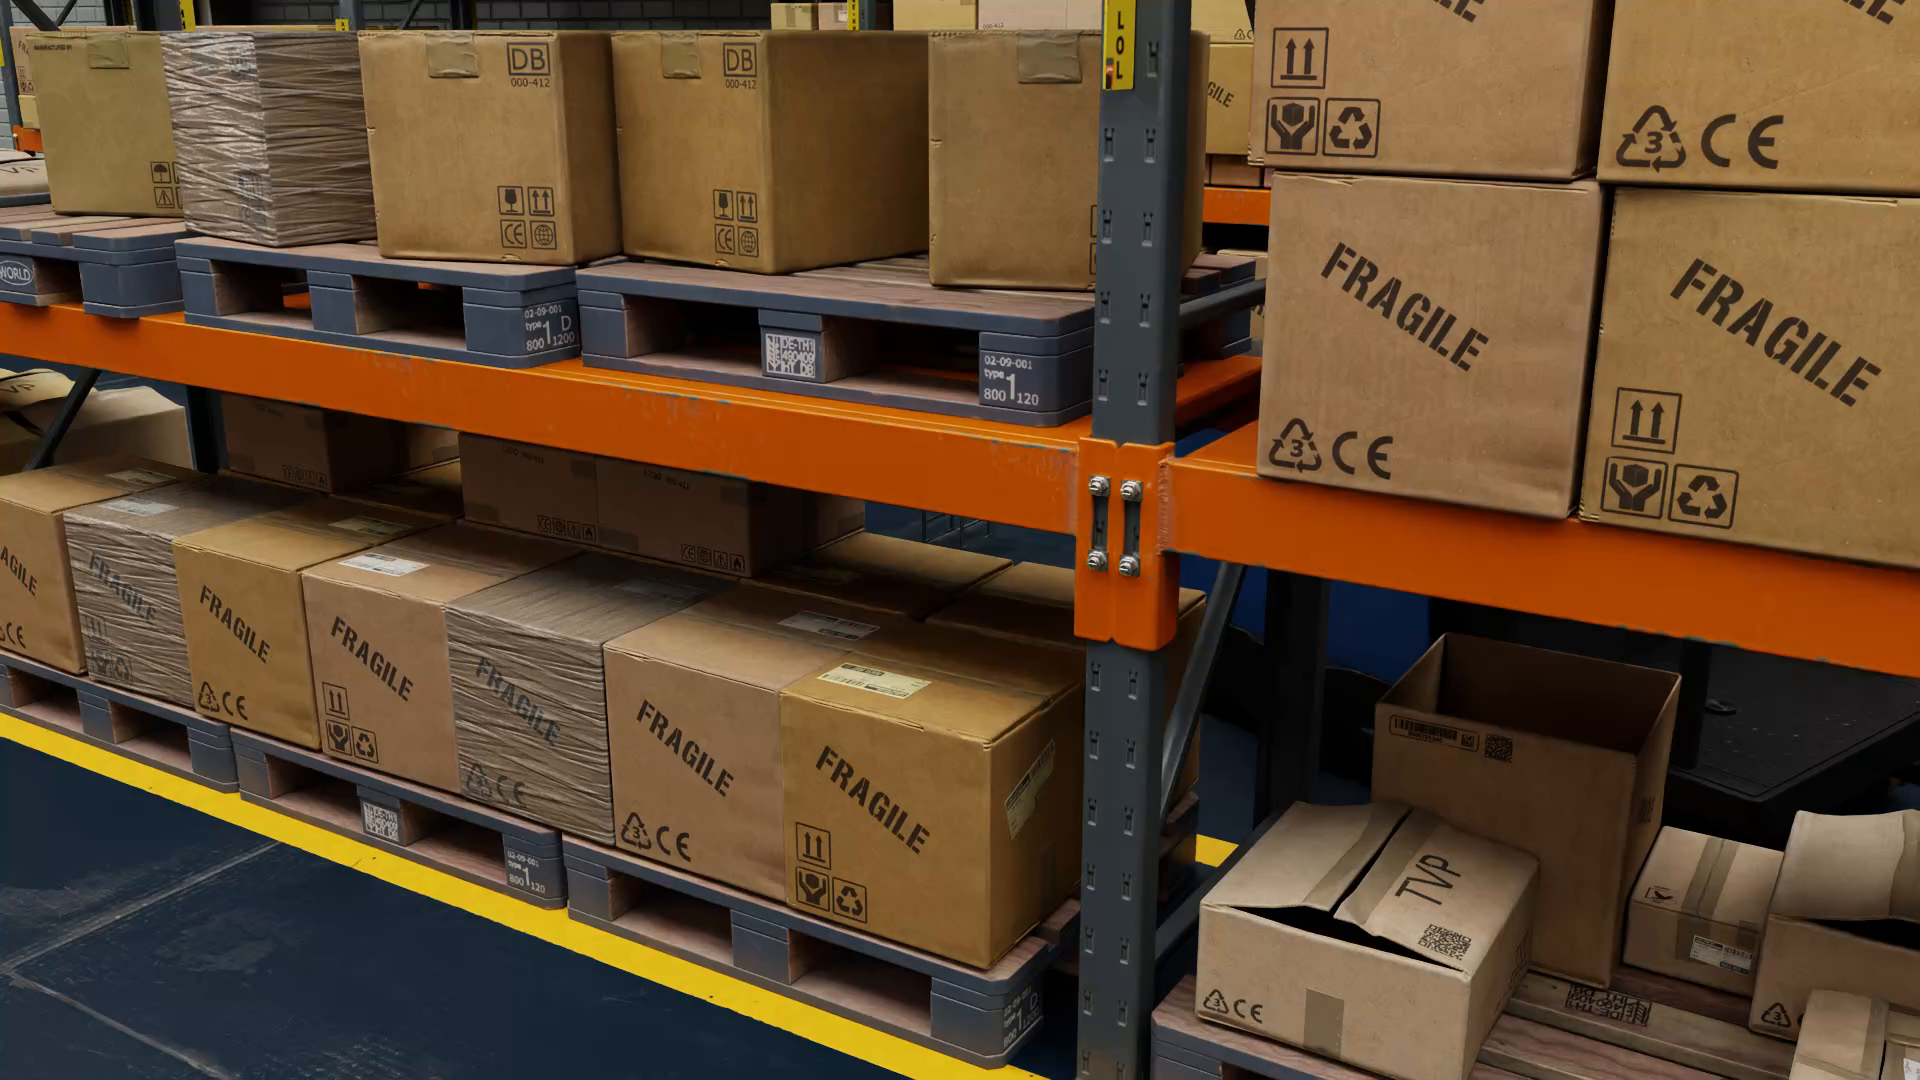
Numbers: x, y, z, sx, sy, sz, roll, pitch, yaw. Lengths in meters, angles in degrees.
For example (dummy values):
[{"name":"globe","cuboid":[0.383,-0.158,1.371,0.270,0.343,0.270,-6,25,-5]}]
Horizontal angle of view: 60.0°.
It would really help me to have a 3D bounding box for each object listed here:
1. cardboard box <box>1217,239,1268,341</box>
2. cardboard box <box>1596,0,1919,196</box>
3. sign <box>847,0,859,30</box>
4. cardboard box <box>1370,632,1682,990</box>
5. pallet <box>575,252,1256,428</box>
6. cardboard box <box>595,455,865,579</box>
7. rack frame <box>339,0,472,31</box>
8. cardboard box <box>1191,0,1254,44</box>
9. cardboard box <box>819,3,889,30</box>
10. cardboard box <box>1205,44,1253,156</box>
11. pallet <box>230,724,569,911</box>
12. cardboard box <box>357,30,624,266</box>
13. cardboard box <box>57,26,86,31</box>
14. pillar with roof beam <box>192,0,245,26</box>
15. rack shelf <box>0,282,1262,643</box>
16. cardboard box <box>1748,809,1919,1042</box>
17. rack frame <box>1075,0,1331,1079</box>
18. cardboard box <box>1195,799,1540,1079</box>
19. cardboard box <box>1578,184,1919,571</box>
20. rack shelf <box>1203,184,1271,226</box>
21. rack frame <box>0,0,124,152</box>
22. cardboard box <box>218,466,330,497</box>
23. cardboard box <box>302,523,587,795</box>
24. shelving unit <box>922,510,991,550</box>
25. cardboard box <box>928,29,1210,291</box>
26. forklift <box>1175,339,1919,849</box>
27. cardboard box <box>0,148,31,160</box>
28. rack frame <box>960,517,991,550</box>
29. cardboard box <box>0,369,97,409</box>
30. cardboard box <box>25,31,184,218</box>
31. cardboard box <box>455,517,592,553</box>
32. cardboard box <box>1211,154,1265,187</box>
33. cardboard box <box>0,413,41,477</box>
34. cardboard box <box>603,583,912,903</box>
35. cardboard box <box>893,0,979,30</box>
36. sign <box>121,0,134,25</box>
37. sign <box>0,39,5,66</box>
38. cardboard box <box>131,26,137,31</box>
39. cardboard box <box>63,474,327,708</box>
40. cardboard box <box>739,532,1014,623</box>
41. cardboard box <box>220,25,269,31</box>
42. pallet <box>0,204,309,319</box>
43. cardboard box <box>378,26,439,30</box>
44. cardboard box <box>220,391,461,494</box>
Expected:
[{"name":"cardboard box","cuboid":[1.749,-1.063,8.195,0.750,0.750,0.750,11,20,32]},{"name":"cardboard box","cuboid":[1.235,-0.768,2.358,0.500,0.500,0.500,9,19,28]},{"name":"sign","cuboid":[-0.554,-2.678,8.681,0.005,0.325,0.100,10,20,30]},{"name":"cardboard box","cuboid":[1.175,0.540,3.486,0.500,0.500,0.500,10,20,30]},{"name":"pallet","cuboid":[-0.083,-0.519,3.758,1.213,0.211,1.003,10,20,30]},{"name":"cardboard box","cuboid":[-0.596,-0.121,4.373,0.500,0.250,0.500,10,20,30]},{"name":"rack frame","cuboid":[-3.687,-2.906,11.288,0.127,3.000,1.000,10,20,30]},{"name":"cardboard box","cuboid":[1.298,-2.491,7.911,0.500,0.250,0.500,10,19,29]},{"name":"cardboard box","cuboid":[-0.588,-2.912,9.260,0.250,0.149,0.380,7,18,23]},{"name":"cardboard box","cuboid":[1.313,-2.125,7.998,0.500,0.500,0.500,11,20,32]},{"name":"pallet","cuboid":[-1.216,0.573,4.633,1.213,0.211,1.003,10,20,30]},{"name":"cardboard box","cuboid":[-0.997,-0.964,4.000,0.500,0.500,0.700,5,18,16]},{"name":"cardboard box","cuboid":[-6.430,-3.587,12.461,0.500,0.500,0.500,10,20,30]},{"name":"pillar with roof beam","cuboid":[-8.299,-5.427,9.263,0.400,9.000,9.100,10,20,30]},{"name":"rack shelf","cuboid":[-1.163,-0.422,4.347,4.000,0.370,1.077,10,20,30]},{"name":"cardboard box","cuboid":[1.814,0.745,3.138,0.500,0.311,0.500,10,20,30]},{"name":"rack frame","cuboid":[0.541,-0.462,3.241,0.127,3.000,1.000,10,20,30]},{"name":"cardboard box","cuboid":[0.785,0.732,3.181,0.500,0.311,0.500,10,20,30]},{"name":"cardboard box","cuboid":[1.271,-0.288,2.495,0.500,0.500,0.500,11,20,31]},{"name":"rack shelf","cuboid":[1.426,-1.649,8.388,4.000,0.370,1.077,10,20,30]},{"name":"rack frame","cuboid":[-7.095,-3.515,13.291,0.127,3.000,1.000,10,20,30]},{"name":"cardboard box","cuboid":[-1.948,-0.001,5.266,0.500,0.500,0.500,11,20,32]},{"name":"cardboard box","cuboid":[-1.308,0.289,4.312,0.500,0.500,0.500,9,19,28]},{"name":"shelving unit","cuboid":[-0.012,-0.576,6.714,0.189,1.200,0.258,10,20,30]},{"name":"cardboard box","cuboid":[0.254,-0.838,3.585,0.500,0.500,0.700,4,17,12]},{"name":"forklift","cuboid":[1.922,-0.678,4.071,1.130,2.935,3.031,-13,21,-36]},{"name":"cardboard box","cuboid":[-3.528,-1.212,5.863,0.500,0.311,0.500,10,19,29]},{"name":"rack frame","cuboid":[0.066,-0.562,6.668,0.006,1.200,0.240,10,20,30]},{"name":"cardboard box","cuboid":[-3.612,-0.454,6.259,0.500,0.311,0.500,10,19,29]},{"name":"cardboard box","cuboid":[-2.272,-1.251,4.945,0.500,0.500,0.700,4,17,12]},{"name":"cardboard box","cuboid":[-1.057,0.156,4.749,0.500,0.500,0.500,9,19,28]},{"name":"cardboard box","cuboid":[1.414,-1.807,8.068,0.250,0.149,0.380,11,20,32]},{"name":"cardboard box","cuboid":[-3.443,-0.243,5.562,0.500,0.311,0.500,11,20,31]},{"name":"cardboard box","cuboid":[-0.446,0.442,3.808,0.500,0.500,0.500,10,20,30]},{"name":"cardboard box","cuboid":[-0.002,-2.719,8.663,0.500,0.250,0.500,11,20,31]},{"name":"sign","cuboid":[-6.788,-4.354,13.519,0.005,0.325,0.100,10,20,30]},{"name":"sign","cuboid":[-7.379,-3.794,12.722,0.005,0.325,0.100,10,20,30]},{"name":"cardboard box","cuboid":[-5.547,-3.431,11.948,0.500,0.500,0.500,11,20,32]},{"name":"cardboard box","cuboid":[-2.180,0.133,4.825,0.500,0.500,0.500,9,19,28]},{"name":"cardboard box","cuboid":[-0.204,0.311,4.239,0.500,0.500,0.500,10,20,31]},{"name":"cardboard box","cuboid":[-4.680,-3.273,11.427,0.500,0.500,0.500,10,20,30]},{"name":"pallet","cuboid":[-2.253,-0.893,4.990,1.003,0.211,1.213,10,20,30]},{"name":"cardboard box","cuboid":[-3.978,-3.326,11.603,0.500,0.500,0.500,10,19,29]},{"name":"cardboard box","cuboid":[-1.898,-0.352,5.133,0.500,0.250,0.500,11,20,32]}]
